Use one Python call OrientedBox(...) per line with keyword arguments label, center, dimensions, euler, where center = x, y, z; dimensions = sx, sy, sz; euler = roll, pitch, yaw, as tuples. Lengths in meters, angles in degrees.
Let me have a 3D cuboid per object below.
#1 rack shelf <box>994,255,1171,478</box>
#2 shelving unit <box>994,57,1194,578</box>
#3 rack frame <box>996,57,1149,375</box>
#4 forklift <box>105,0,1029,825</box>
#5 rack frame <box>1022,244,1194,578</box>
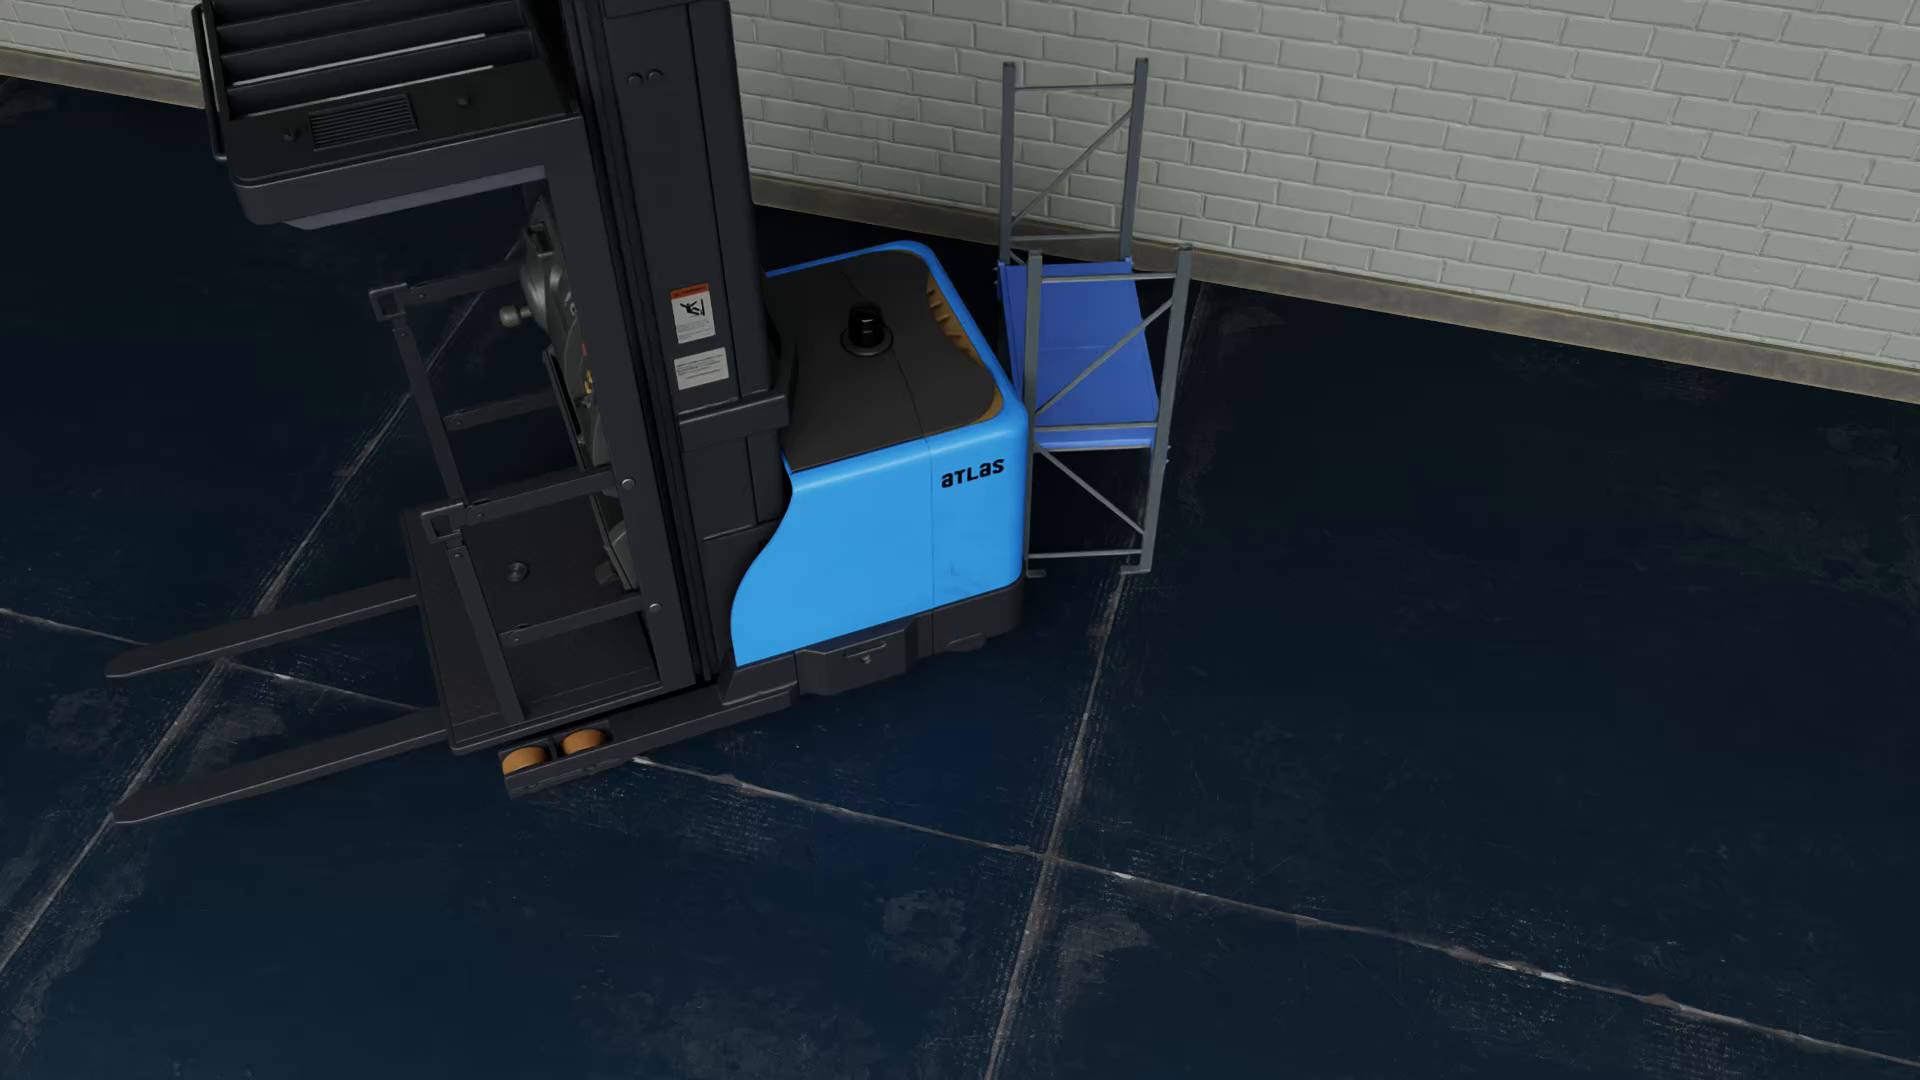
OrientedBox(label="rack shelf", center=(0.426, -0.640, 6.054), dimensions=(0.538, 0.185, 1.000), euler=(-2, 49, -2))
OrientedBox(label="shelving unit", center=(0.426, -0.759, 5.920), dimensions=(0.538, 1.500, 1.048), euler=(-2, 49, -2))
OrientedBox(label="rack frame", center=(0.397, -1.140, 6.255), dimensions=(0.500, 1.500, 0.032), euler=(-2, 49, -2))
OrientedBox(label="forklift", center=(-1.340, -0.582, 4.808), dimensions=(3.031, 2.935, 1.130), euler=(-16, 51, -14))
OrientedBox(label="rack frame", center=(0.455, -0.379, 5.584), dimensions=(0.500, 1.500, 0.032), euler=(-2, 49, -2))
